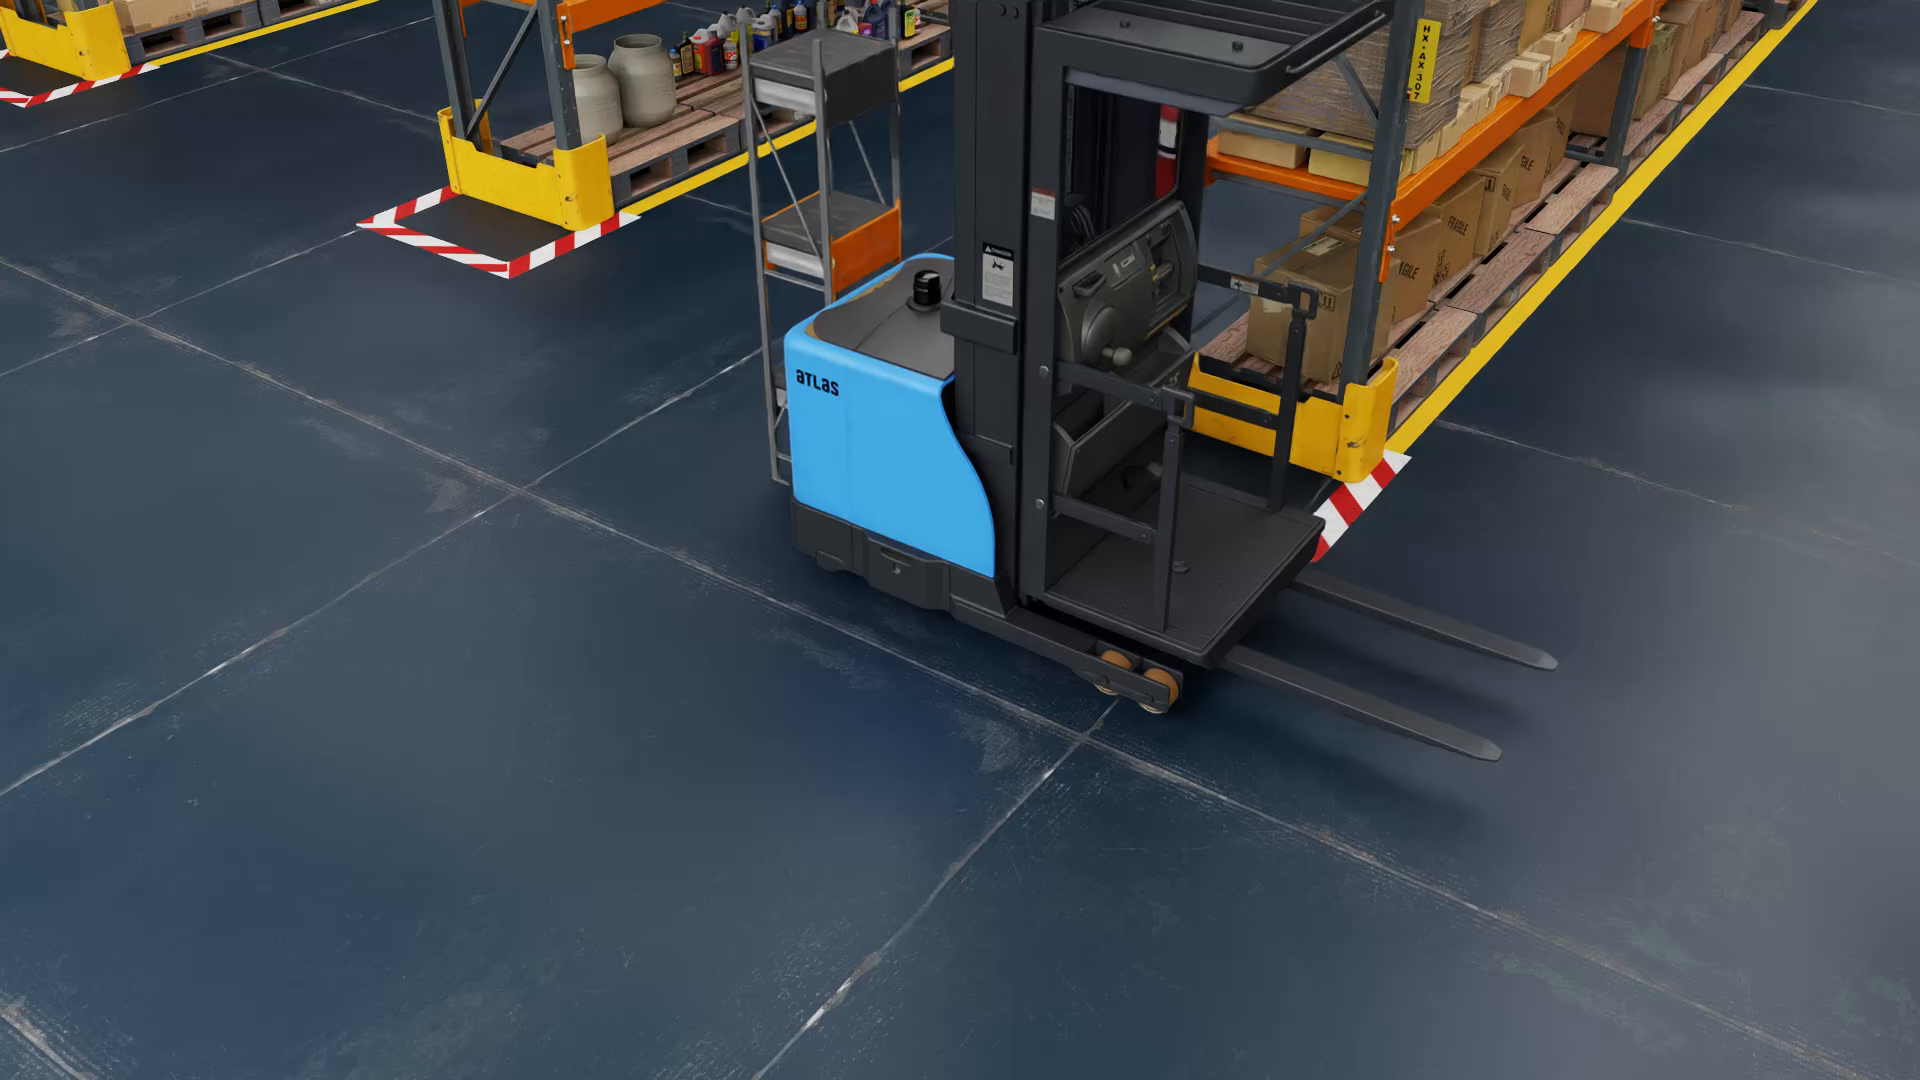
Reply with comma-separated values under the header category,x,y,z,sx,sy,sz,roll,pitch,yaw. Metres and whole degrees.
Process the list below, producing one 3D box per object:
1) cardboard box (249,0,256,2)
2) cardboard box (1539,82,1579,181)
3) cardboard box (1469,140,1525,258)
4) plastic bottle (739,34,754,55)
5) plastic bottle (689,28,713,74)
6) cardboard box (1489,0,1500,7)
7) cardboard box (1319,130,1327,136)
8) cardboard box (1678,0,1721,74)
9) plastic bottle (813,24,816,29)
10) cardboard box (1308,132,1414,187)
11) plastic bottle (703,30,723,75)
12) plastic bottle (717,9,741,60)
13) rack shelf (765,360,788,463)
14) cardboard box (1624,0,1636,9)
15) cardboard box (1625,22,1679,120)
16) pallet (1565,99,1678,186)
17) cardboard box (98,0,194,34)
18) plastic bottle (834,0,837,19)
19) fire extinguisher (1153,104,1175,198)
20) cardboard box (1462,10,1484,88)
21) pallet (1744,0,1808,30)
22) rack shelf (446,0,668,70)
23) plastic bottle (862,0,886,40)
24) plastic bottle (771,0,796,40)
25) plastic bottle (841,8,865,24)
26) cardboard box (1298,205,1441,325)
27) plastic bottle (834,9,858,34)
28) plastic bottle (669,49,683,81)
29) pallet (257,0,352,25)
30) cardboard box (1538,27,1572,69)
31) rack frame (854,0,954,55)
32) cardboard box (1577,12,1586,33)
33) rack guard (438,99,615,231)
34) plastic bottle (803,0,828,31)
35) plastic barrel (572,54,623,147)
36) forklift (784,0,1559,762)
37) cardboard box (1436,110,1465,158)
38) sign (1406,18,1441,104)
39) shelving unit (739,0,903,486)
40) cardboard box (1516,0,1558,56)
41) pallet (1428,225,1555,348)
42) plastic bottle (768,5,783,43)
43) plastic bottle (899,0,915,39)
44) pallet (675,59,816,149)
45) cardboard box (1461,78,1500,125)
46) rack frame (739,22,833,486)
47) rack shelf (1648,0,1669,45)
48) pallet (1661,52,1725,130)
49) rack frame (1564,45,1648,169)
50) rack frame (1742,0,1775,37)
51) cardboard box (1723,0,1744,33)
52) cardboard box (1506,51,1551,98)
category,x,y,z,sx,sy,sz,roll,pitch,yaw
cardboard box,-5.686,-4.557,13.390,0.500,0.250,0.500,21,39,28
cardboard box,3.414,-2.527,10.165,0.500,0.500,0.500,20,39,27
cardboard box,2.804,-1.950,9.312,0.500,0.500,0.500,18,38,24
plastic bottle,-1.527,-3.539,11.911,0.097,0.201,0.097,0,34,0
plastic bottle,-1.821,-3.447,11.709,0.152,0.276,0.135,22,40,29
cardboard box,2.223,-2.692,7.305,0.500,0.500,0.500,21,39,28
cardboard box,1.530,-1.927,7.646,0.380,0.149,0.250,21,39,28
cardboard box,4.967,-3.710,11.897,0.700,0.500,0.500,25,41,32
plastic bottle,-1.001,-3.534,11.830,0.061,0.283,0.133,21,39,28
cardboard box,1.753,-1.670,7.266,0.380,0.149,0.250,21,39,28
plastic bottle,-1.733,-3.417,11.657,0.061,0.283,0.133,21,39,28
plastic bottle,-1.651,-3.620,11.897,0.144,0.351,0.185,23,40,30
rack shelf,-0.557,-0.608,7.549,0.431,0.518,0.480,21,39,28
cardboard box,3.644,-3.151,9.456,0.380,0.149,0.250,21,39,28
cardboard box,4.330,-3.196,11.136,0.700,0.500,0.500,21,39,28
pallet,4.118,-2.763,11.148,1.003,0.211,1.213,21,39,28
cardboard box,-6.253,-4.095,12.708,0.500,0.250,0.500,21,39,28
plastic bottle,-0.993,-4.111,12.757,0.097,0.201,0.097,0,34,0
fire extinguisher,0.951,-1.781,7.275,0.296,0.674,0.183,21,39,28
cardboard box,1.917,-2.396,7.761,0.875,0.500,0.500,21,39,28
pallet,6.467,-4.584,13.840,1.003,0.211,1.213,21,39,28
rack shelf,-1.534,-3.923,11.016,1.077,0.370,4.000,21,39,28
plastic bottle,-0.634,-3.750,12.089,0.144,0.351,0.185,19,39,26
plastic bottle,-1.302,-3.901,12.313,0.144,0.351,0.185,20,39,26
plastic bottle,-0.770,-3.755,12.163,0.152,0.276,0.135,21,39,28
cardboard box,2.077,-1.425,8.537,0.500,0.500,0.500,-25,41,-32
plastic bottle,-0.818,-3.601,11.870,0.144,0.351,0.185,21,39,28
plastic bottle,-1.987,-3.309,11.571,0.097,0.201,0.097,0,34,0
pallet,-5.644,-4.654,13.944,1.003,0.211,1.213,21,39,28
cardboard box,2.927,-2.577,8.607,0.380,0.149,0.250,21,39,28
rack frame,-0.394,-5.142,12.175,1.000,3.000,0.127,21,39,28
cardboard box,3.150,-2.831,8.983,0.380,0.149,0.250,21,39,28
rack guard,-2.670,-2.315,10.228,1.175,0.500,0.348,21,39,28
plastic bottle,-1.076,-3.942,12.373,0.144,0.351,0.185,21,39,28
plastic barrel,-2.362,-2.772,10.517,0.421,0.512,0.421,0,34,0
forklift,0.790,-0.900,5.964,3.031,2.935,1.130,21,39,28
cardboard box,2.066,-1.889,7.590,0.380,0.149,0.250,21,39,28
sign,1.840,-1.904,6.615,0.100,0.325,0.005,21,39,28
shelving unit,-0.557,-1.199,7.149,0.431,2.100,0.503,21,39,28
cardboard box,2.532,-2.839,8.415,0.875,0.500,0.500,21,39,28
pallet,2.626,-1.520,9.310,1.003,0.211,1.213,21,39,28
plastic bottle,-1.356,-3.788,12.217,0.097,0.271,0.097,0,34,0
plastic bottle,-0.397,-3.872,12.330,0.061,0.283,0.133,23,41,30
pallet,-1.506,-3.127,11.686,1.003,0.211,1.213,21,39,28
cardboard box,2.340,-2.123,7.937,0.380,0.149,0.250,21,39,28
rack frame,-0.695,-1.087,6.982,0.400,2.100,0.015,21,39,28
rack shelf,4.816,-4.182,11.399,1.077,0.370,4.000,21,39,28
pallet,4.813,-3.327,11.981,1.003,0.211,1.213,21,39,28
rack frame,3.675,-3.560,9.836,1.000,3.000,0.127,21,39,28
rack frame,5.956,-5.400,12.558,1.000,3.000,0.127,21,39,28
cardboard box,5.590,-4.233,12.670,0.700,0.500,0.500,19,38,26
cardboard box,2.688,-2.329,8.241,0.380,0.149,0.250,21,39,28
